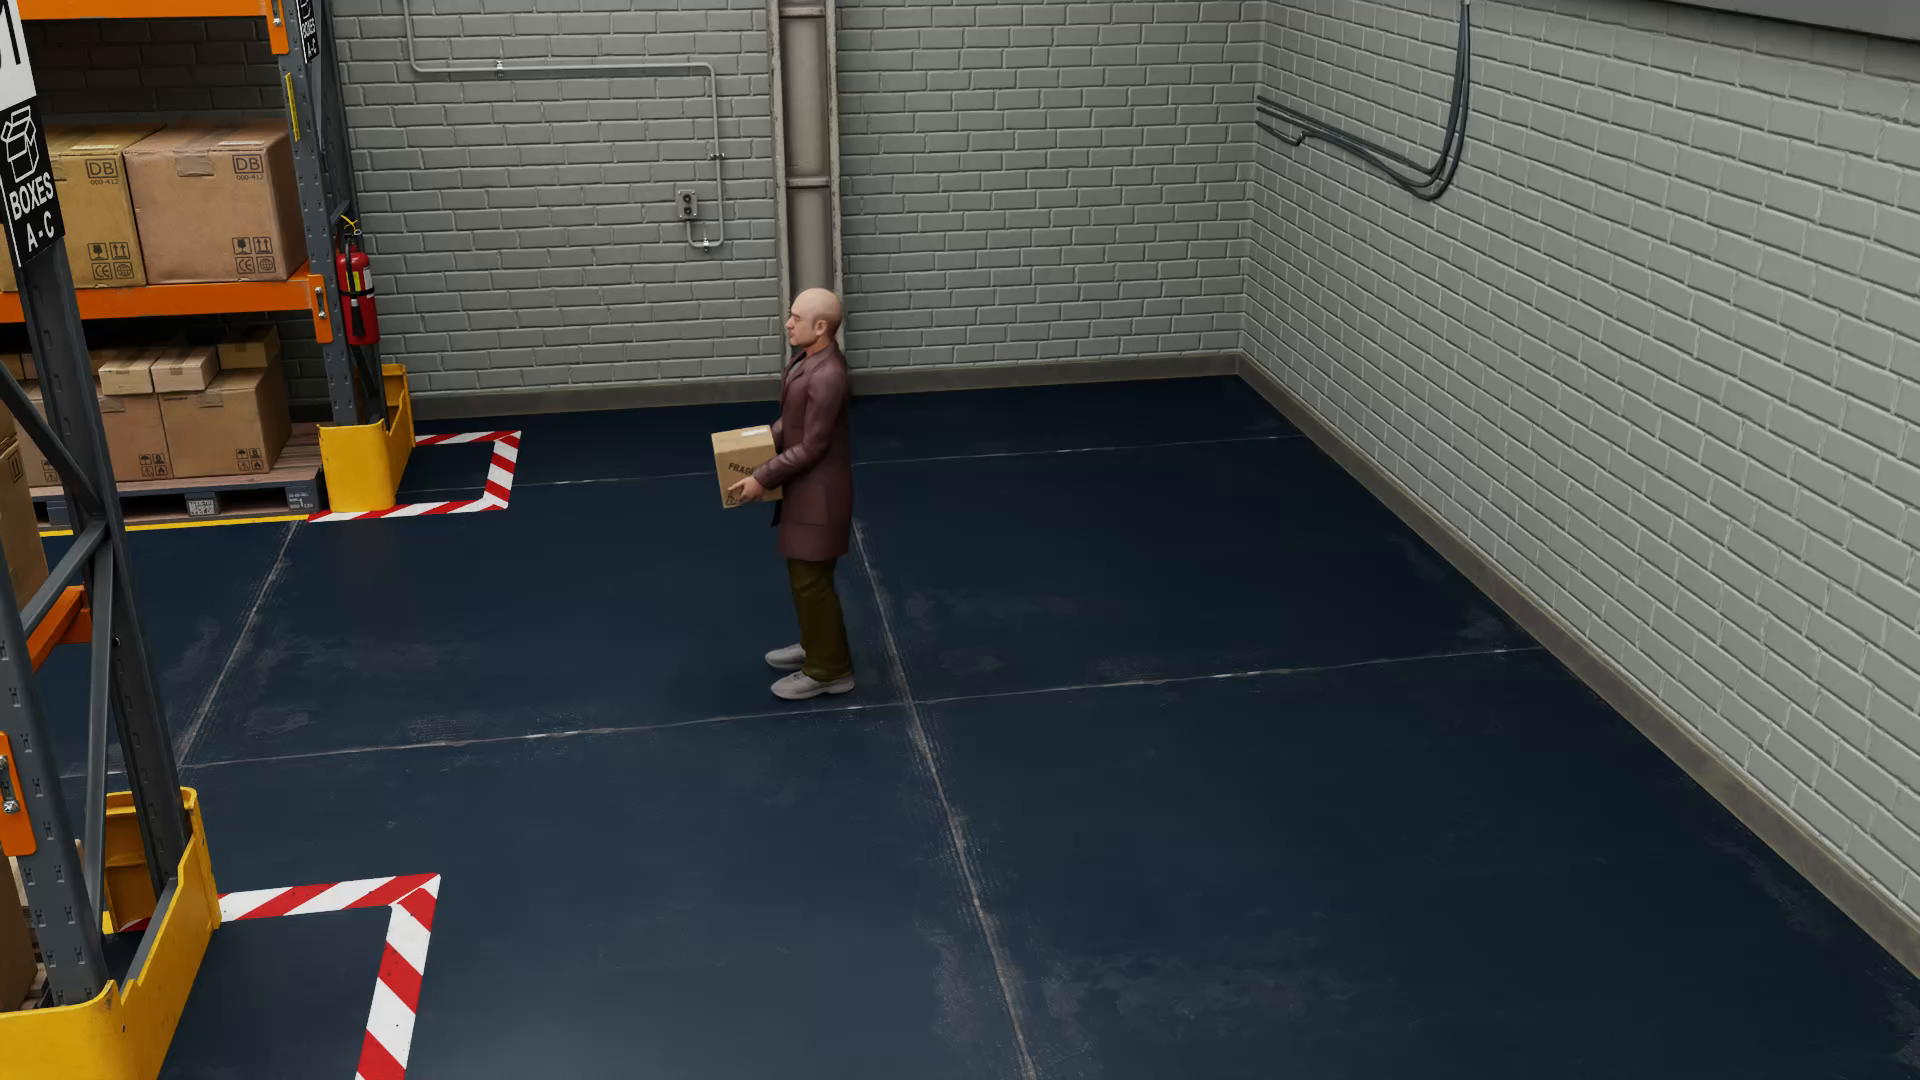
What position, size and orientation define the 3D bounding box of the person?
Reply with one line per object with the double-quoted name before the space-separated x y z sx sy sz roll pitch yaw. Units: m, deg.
"person" -0.719 -0.192 7.059 0.535 1.780 0.548 -4 23 -10
